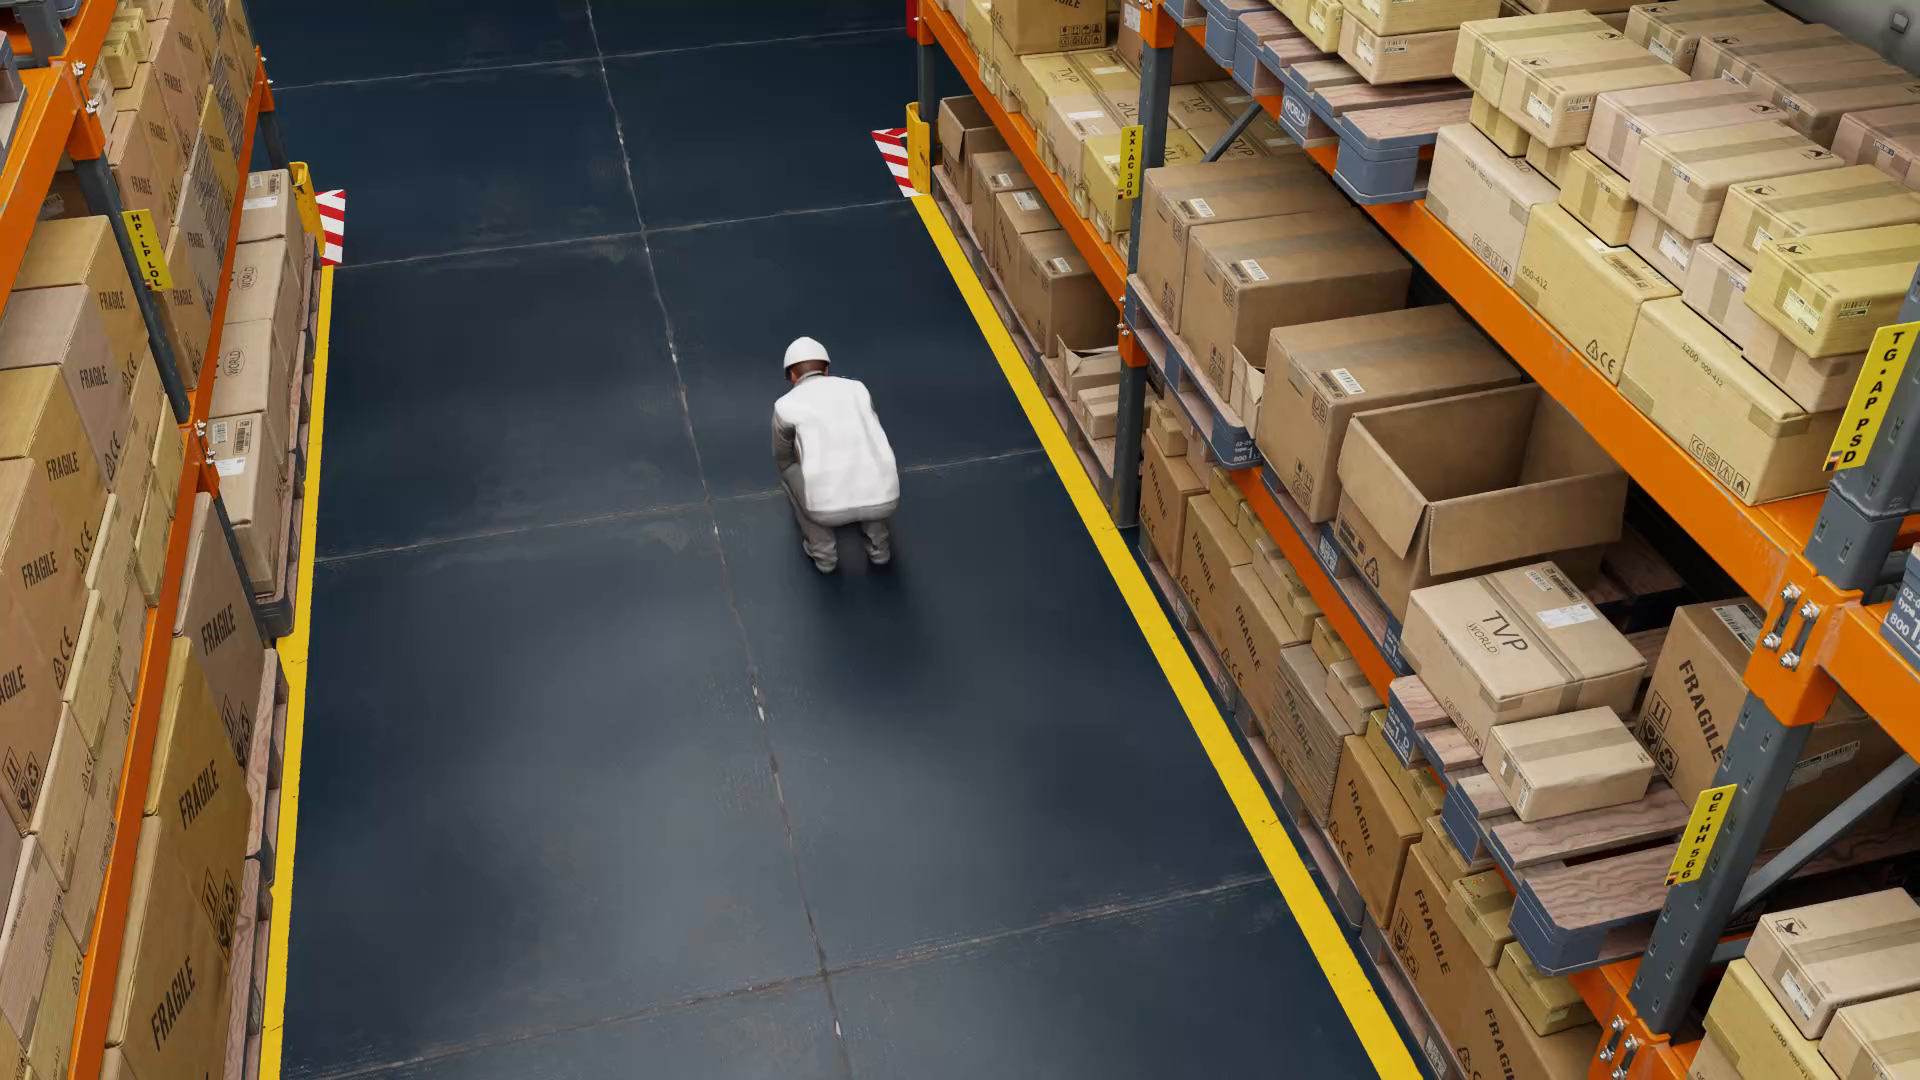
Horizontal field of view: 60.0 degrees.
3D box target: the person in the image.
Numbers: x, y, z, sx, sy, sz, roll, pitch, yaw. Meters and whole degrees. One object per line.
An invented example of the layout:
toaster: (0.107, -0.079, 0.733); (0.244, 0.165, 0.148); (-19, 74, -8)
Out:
person: (-0.597, -0.386, 7.891); (0.538, 0.916, 0.914); (-9, 39, -12)
